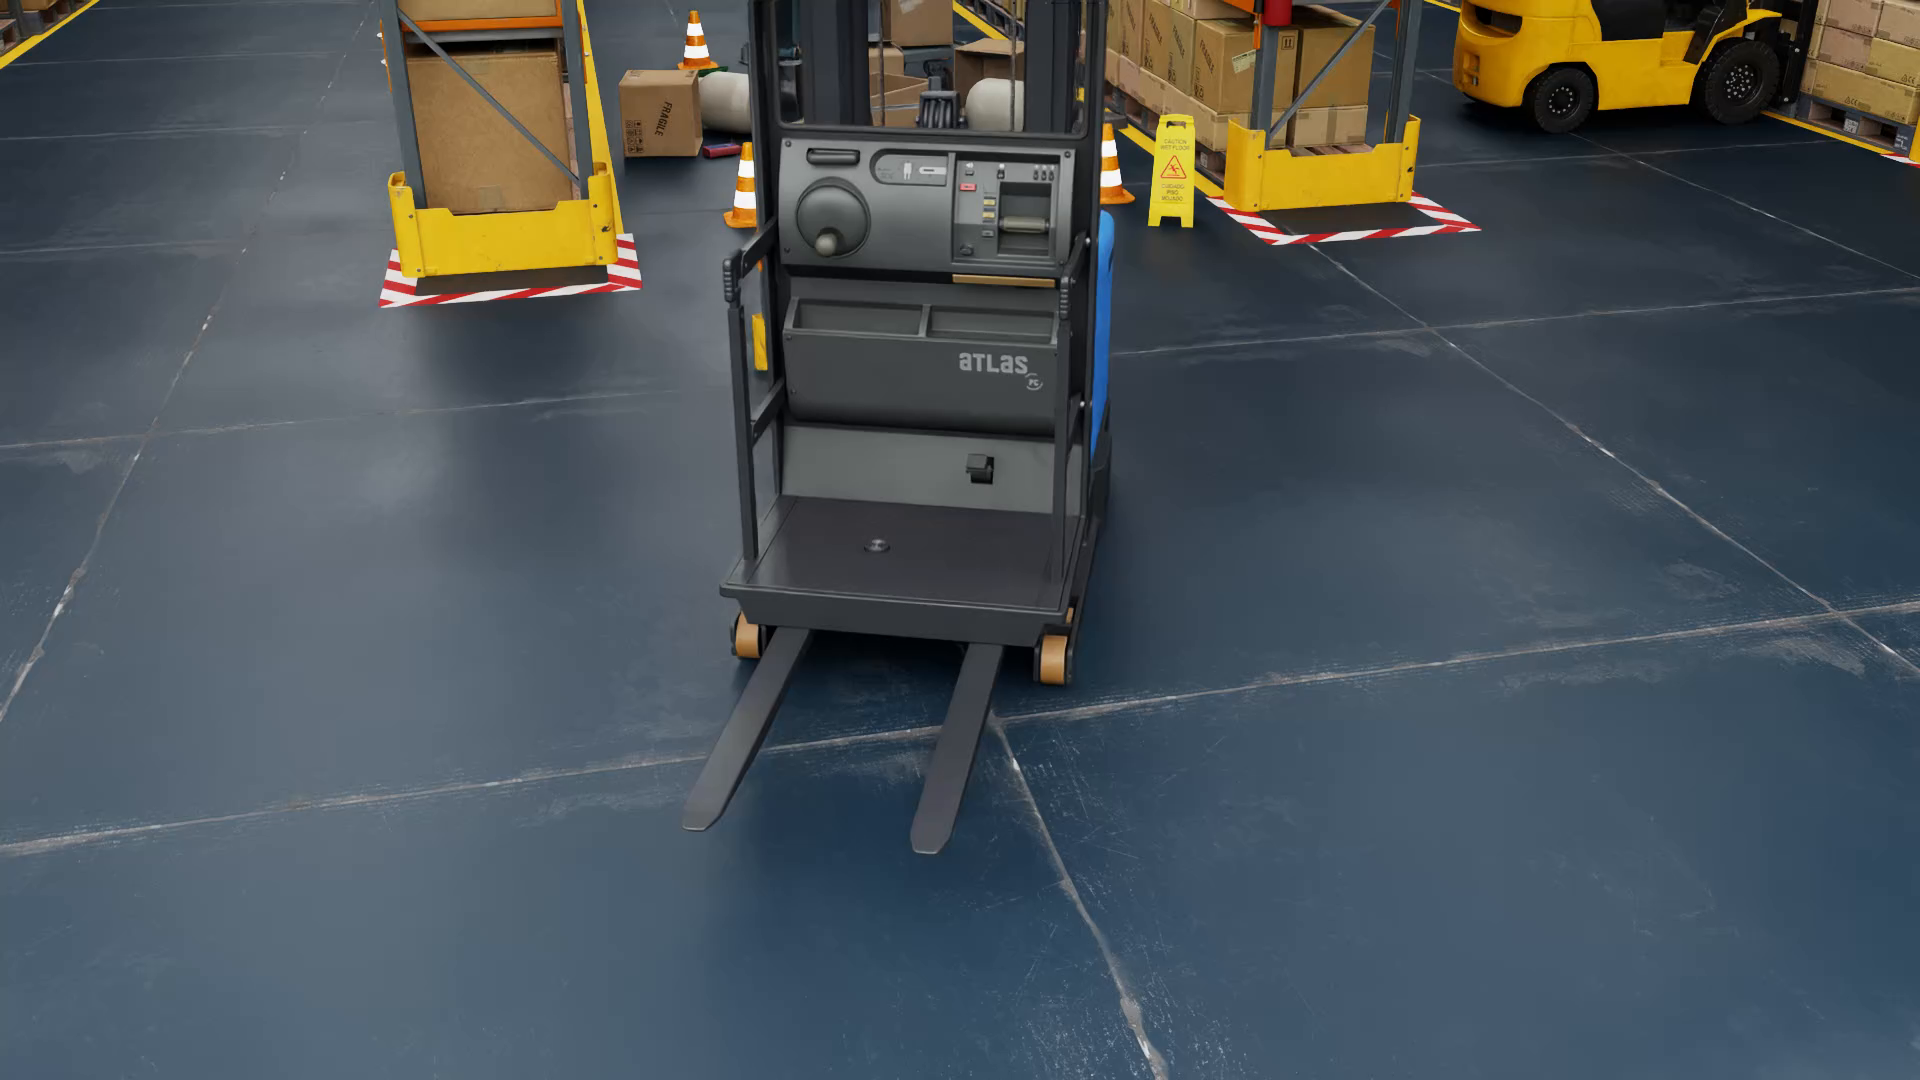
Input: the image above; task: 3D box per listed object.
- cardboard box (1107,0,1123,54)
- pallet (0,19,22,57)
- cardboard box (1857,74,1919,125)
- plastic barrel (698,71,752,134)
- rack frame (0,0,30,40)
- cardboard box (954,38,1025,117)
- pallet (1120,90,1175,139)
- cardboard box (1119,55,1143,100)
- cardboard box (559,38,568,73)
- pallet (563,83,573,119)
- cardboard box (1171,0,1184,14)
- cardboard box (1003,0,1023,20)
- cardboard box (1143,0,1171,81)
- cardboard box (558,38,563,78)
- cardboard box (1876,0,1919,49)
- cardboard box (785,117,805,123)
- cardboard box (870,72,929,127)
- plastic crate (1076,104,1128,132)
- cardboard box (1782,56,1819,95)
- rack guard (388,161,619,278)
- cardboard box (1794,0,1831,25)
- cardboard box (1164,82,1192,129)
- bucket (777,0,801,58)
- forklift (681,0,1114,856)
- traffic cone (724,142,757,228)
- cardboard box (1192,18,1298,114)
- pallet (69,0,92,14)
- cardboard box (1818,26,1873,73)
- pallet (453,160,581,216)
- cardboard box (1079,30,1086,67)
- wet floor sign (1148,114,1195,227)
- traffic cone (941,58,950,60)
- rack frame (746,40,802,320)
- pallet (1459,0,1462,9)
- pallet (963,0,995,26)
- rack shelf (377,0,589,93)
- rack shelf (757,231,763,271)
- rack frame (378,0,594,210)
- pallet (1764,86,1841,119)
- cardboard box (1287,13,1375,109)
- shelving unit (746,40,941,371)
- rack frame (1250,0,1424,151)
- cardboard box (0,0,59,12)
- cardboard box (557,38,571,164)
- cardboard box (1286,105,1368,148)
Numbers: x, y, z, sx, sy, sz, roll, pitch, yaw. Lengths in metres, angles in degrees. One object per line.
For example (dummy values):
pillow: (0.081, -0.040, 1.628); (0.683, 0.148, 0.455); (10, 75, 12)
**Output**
cardboard box: (1.376, -3.990, 12.579); (0.500, 0.500, 0.500); (-5, 27, -10)
pallet: (-9.008, -4.377, 14.688); (1.003, 0.211, 1.213); (-6, 27, -12)
cardboard box: (6.697, -3.099, 11.647); (0.500, 0.250, 0.500); (-6, 27, -11)
plastic barrel: (-1.676, -3.176, 12.073); (0.512, 0.421, 0.421); (13, 30, 24)
rack frame: (-9.183, -5.965, 14.739); (1.000, 3.000, 0.127); (-6, 27, -12)
cardboard box: (0.289, -3.492, 12.611); (0.500, 0.500, 0.500); (13, 30, 24)
pallet: (1.838, -3.143, 12.242); (1.003, 0.211, 1.213); (-6, 27, -12)
cardboard box: (1.497, -3.423, 12.288); (0.500, 0.250, 0.500); (-6, 27, -12)
cardboard box: (-3.654, -4.115, 13.104); (1.050, 0.750, 0.750); (-6, 27, -12)
pallet: (-3.331, -3.082, 12.121); (1.003, 0.211, 1.213); (-6, 27, -12)
cardboard box: (1.639, -3.634, 11.154); (0.380, 0.149, 0.250); (-5, 27, -11)
cardboard box: (0.929, -5.080, 15.436); (0.950, 0.372, 0.625); (-5, 27, -10)
cardboard box: (1.613, -3.530, 11.669); (0.500, 0.500, 0.500); (-7, 28, -13)
cardboard box: (-3.353, -3.624, 11.993); (0.875, 0.875, 0.875); (-6, 27, -11)
cardboard box: (6.703, -3.542, 11.414); (0.500, 0.250, 0.500); (-5, 27, -10)
cardboard box: (-1.244, -2.880, 11.662); (0.396, 0.266, 0.258); (-1, 27, -3)
cardboard box: (-0.587, -2.859, 11.356); (0.637, 0.503, 0.797); (19, 32, 32)
plastic crate: (0.929, -3.139, 12.381); (0.402, 0.080, 0.583); (-16, 31, -29)
cardboard box: (6.490, -3.539, 12.518); (0.500, 0.250, 0.500); (-6, 27, -11)
rack guard: (-2.519, -1.786, 9.233); (1.175, 0.500, 0.348); (-6, 27, -12)
cardboard box: (6.458, -3.986, 12.294); (0.500, 0.250, 0.500); (-6, 27, -11)
cardboard box: (1.722, -2.975, 11.401); (0.500, 0.250, 0.500); (-6, 27, -11)
bucket: (-1.149, -4.060, 12.911); (0.726, 0.611, 0.620); (3, 17, 6)
forklift: (-0.141, -1.016, 5.010); (1.130, 2.935, 3.031); (4, 27, 8)
traffic cone: (-1.261, -2.157, 10.010); (0.336, 0.463, 0.334); (-6, 27, -12)
cardboard box: (1.841, -3.079, 10.775); (0.500, 0.500, 0.500); (-6, 27, -11)
pallet: (-9.559, -5.608, 17.127); (1.003, 0.211, 1.213); (-6, 27, -12)
cardboard box: (6.594, -3.551, 11.988); (0.500, 0.250, 0.500); (-6, 27, -12)
pallet: (-2.781, -2.011, 9.999); (1.003, 0.211, 1.213); (-6, 27, -12)
cardboard box: (1.244, -3.889, 13.211); (0.500, 0.250, 0.500); (-7, 28, -14)
wet floor sign: (1.275, -2.216, 9.925); (0.267, 0.644, 0.232); (3, 27, 6)
traffic cone: (-0.270, -4.485, 14.622); (0.336, 0.463, 0.334); (-6, 27, -12)
rack frame: (-0.689, -1.531, 7.619); (0.500, 1.500, 0.032); (-10, 29, -19)
pallet: (5.726, -5.332, 16.580); (1.003, 0.211, 1.213); (-6, 27, -12)
pallet: (0.647, -5.383, 16.681); (1.003, 0.211, 1.213); (-6, 27, -12)
rack shelf: (-2.975, -3.469, 10.593); (1.077, 0.370, 4.000); (-6, 27, -12)
rack shelf: (-0.500, -1.158, 7.279); (0.538, 0.185, 1.000); (-10, 29, -19)
rack frame: (-2.525, -2.912, 8.691); (1.000, 3.000, 0.127); (-6, 27, -12)
pallet: (6.626, -3.586, 13.121); (1.003, 0.211, 1.213); (-6, 27, -12)
cardboard box: (2.357, -3.147, 10.909); (0.500, 0.500, 0.500); (-7, 28, -13)
shelving unit: (-0.503, -1.322, 7.205); (0.587, 1.500, 1.083); (-10, 29, -19)
rack frame: (2.275, -3.459, 9.775); (1.000, 3.000, 0.127); (-6, 27, -12)
cardboard box: (-9.318, -5.509, 15.728); (1.225, 0.875, 0.875); (-7, 28, -14)
cardboard box: (-2.942, -2.828, 10.417); (0.875, 0.875, 0.875); (-6, 27, -12)
cardboard box: (2.363, -2.802, 11.057); (0.500, 0.250, 0.500); (-6, 27, -12)
